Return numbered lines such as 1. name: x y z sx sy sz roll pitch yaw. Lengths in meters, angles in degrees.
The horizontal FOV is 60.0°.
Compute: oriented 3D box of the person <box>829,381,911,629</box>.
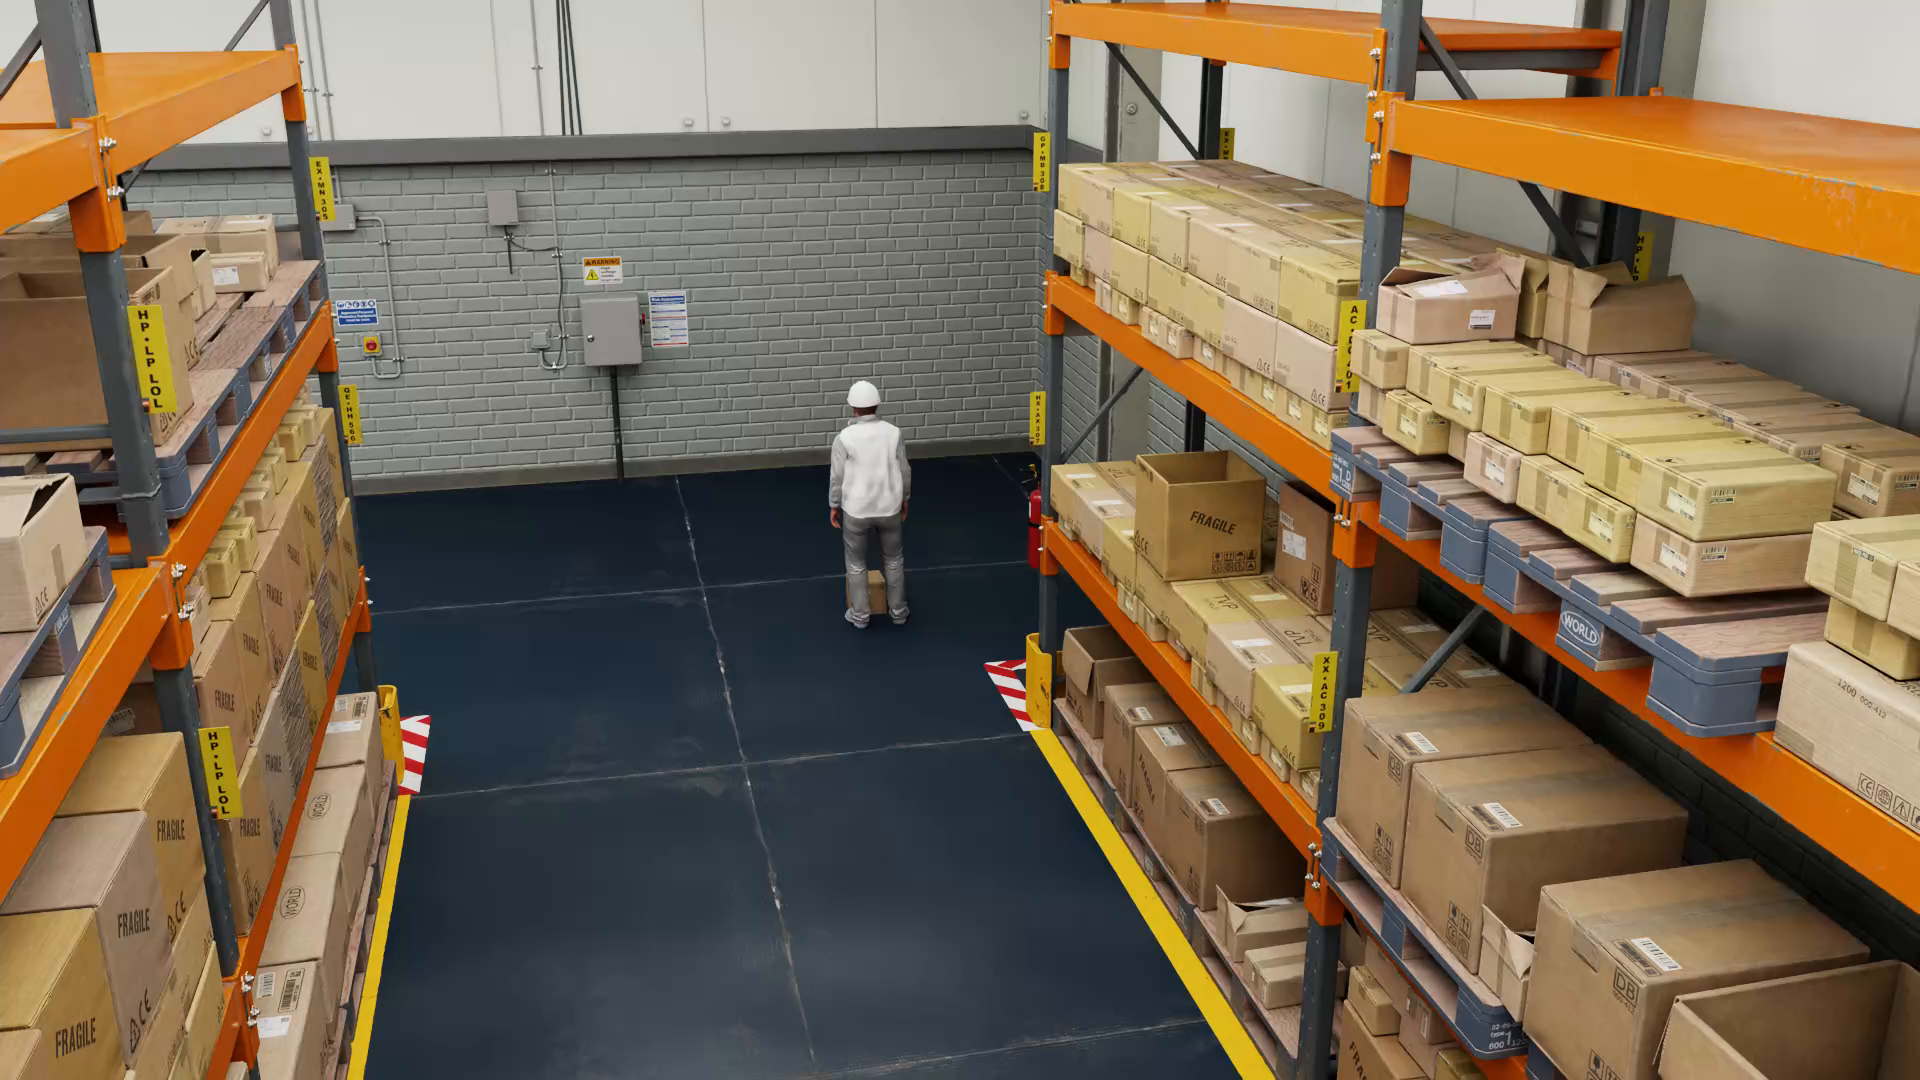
1. person: -0.630 -0.243 11.716 0.592 1.773 0.458 -5 20 -15
